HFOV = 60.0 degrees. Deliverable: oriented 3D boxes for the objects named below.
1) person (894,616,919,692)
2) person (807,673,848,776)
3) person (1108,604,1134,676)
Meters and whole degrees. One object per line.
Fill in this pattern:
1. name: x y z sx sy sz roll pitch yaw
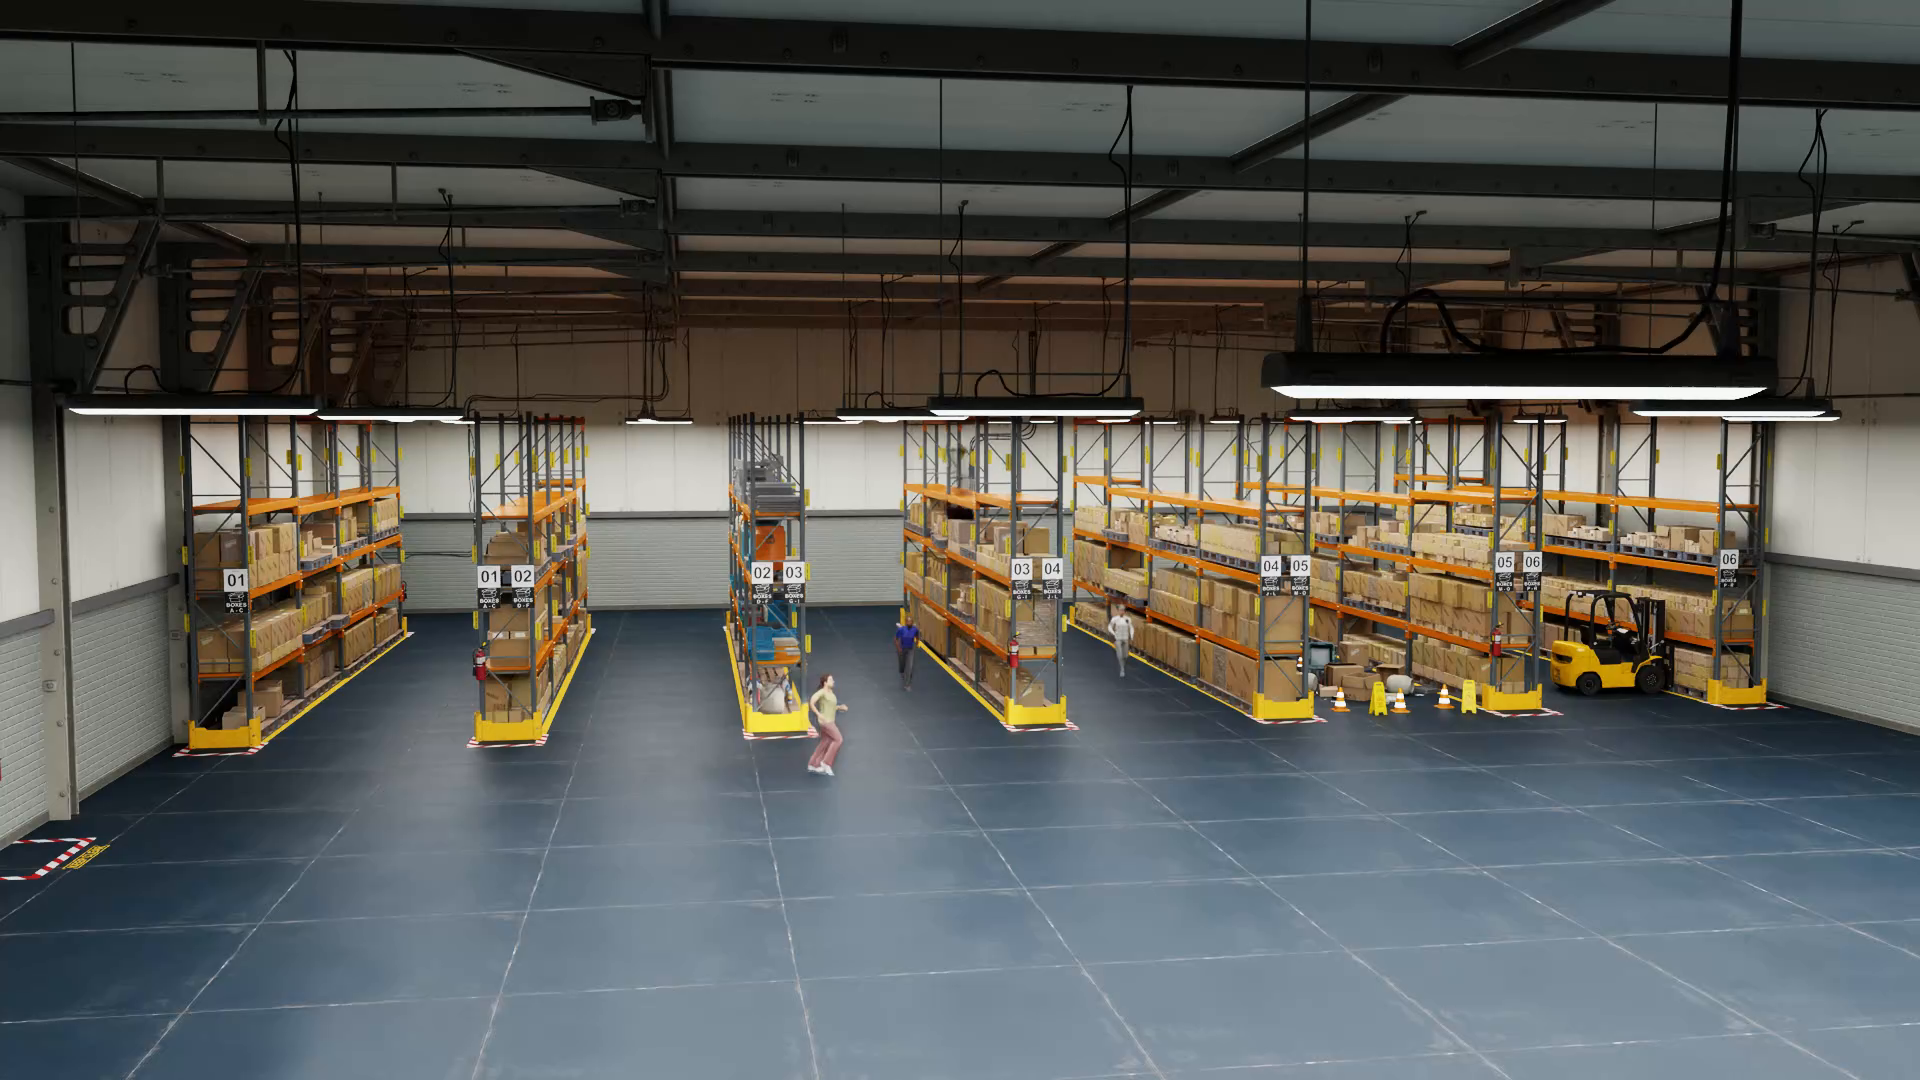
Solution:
1. person: -1.169 2.465 36.385 0.549 1.651 0.937 -1 4 -12
2. person: -2.188 3.033 27.383 0.673 1.684 0.555 1 4 10
3. person: 3.720 2.297 38.405 0.617 1.662 0.545 0 4 -5
